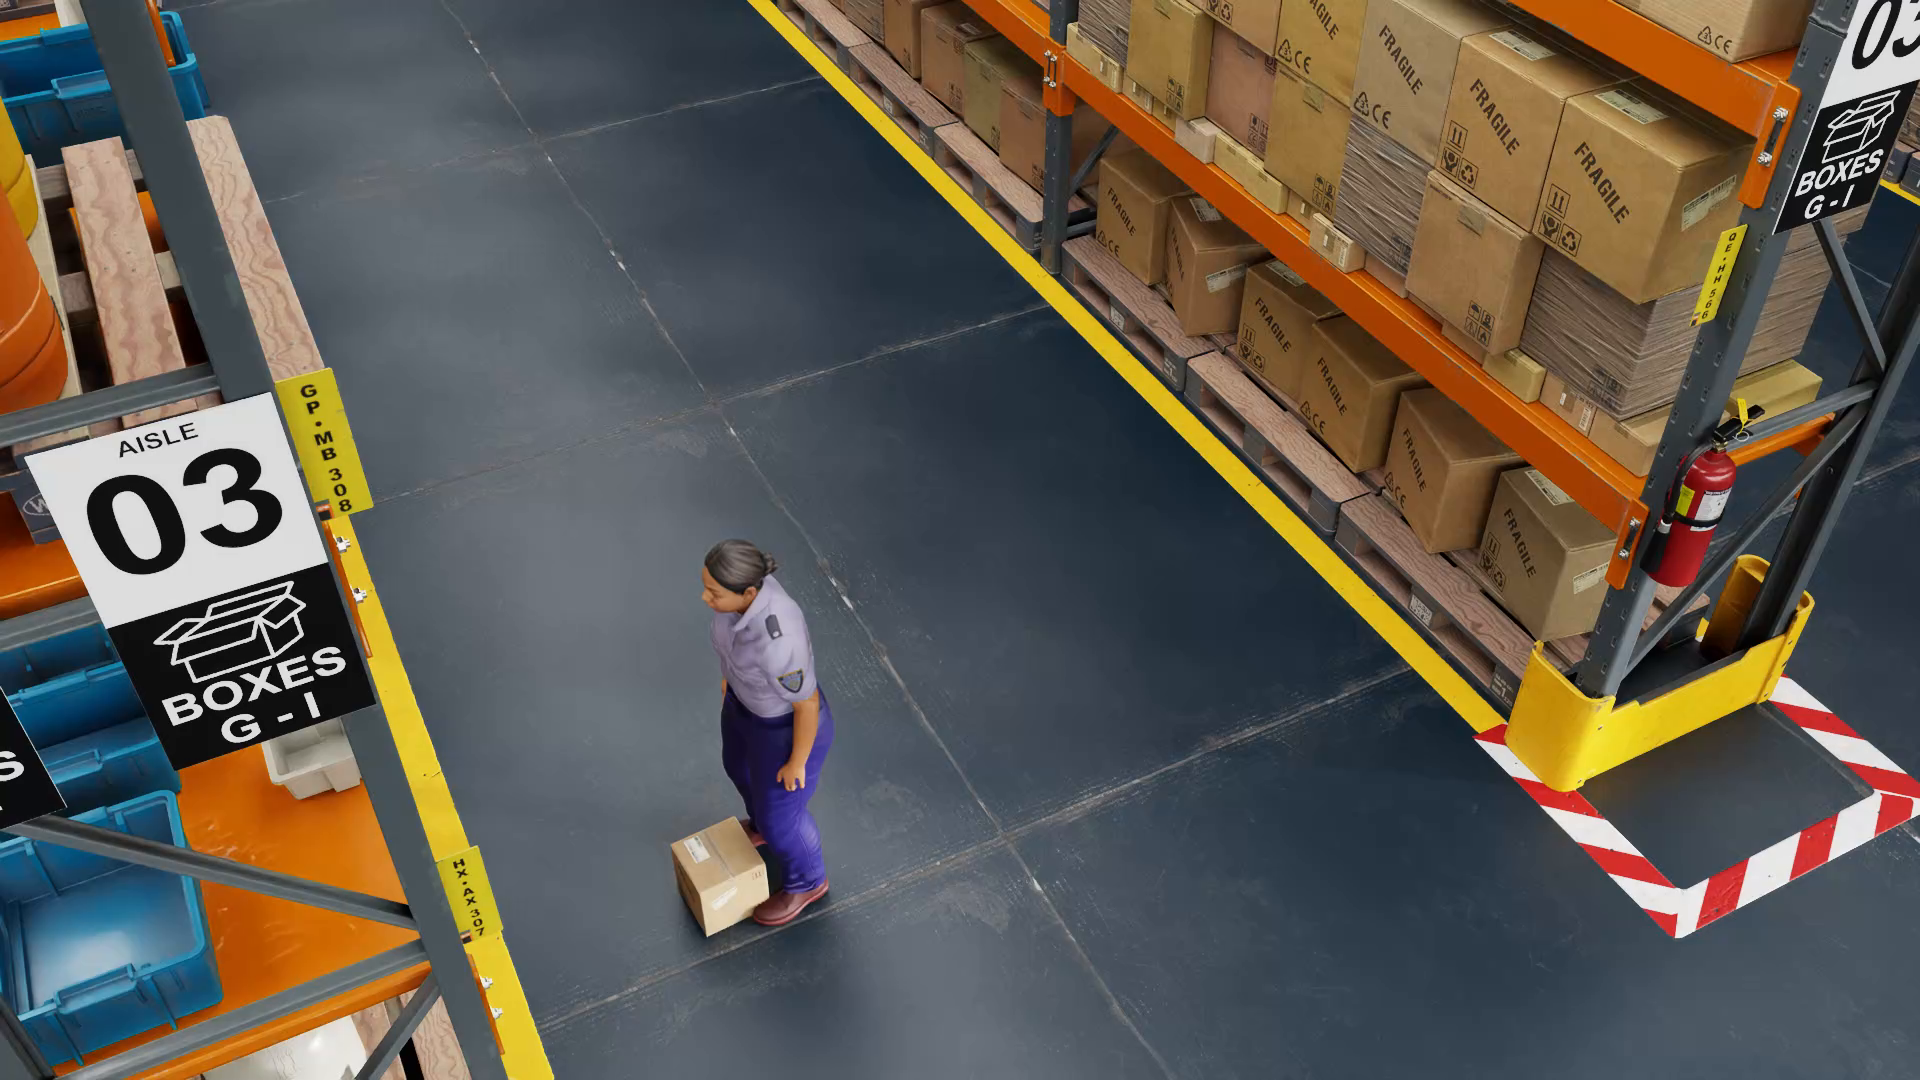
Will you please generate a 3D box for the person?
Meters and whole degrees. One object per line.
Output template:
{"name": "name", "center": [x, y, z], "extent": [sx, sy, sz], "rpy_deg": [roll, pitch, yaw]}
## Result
{"name": "person", "center": [-0.640, 0.588, 5.501], "extent": [0.374, 1.650, 0.553], "rpy_deg": [-21, 46, -22]}
